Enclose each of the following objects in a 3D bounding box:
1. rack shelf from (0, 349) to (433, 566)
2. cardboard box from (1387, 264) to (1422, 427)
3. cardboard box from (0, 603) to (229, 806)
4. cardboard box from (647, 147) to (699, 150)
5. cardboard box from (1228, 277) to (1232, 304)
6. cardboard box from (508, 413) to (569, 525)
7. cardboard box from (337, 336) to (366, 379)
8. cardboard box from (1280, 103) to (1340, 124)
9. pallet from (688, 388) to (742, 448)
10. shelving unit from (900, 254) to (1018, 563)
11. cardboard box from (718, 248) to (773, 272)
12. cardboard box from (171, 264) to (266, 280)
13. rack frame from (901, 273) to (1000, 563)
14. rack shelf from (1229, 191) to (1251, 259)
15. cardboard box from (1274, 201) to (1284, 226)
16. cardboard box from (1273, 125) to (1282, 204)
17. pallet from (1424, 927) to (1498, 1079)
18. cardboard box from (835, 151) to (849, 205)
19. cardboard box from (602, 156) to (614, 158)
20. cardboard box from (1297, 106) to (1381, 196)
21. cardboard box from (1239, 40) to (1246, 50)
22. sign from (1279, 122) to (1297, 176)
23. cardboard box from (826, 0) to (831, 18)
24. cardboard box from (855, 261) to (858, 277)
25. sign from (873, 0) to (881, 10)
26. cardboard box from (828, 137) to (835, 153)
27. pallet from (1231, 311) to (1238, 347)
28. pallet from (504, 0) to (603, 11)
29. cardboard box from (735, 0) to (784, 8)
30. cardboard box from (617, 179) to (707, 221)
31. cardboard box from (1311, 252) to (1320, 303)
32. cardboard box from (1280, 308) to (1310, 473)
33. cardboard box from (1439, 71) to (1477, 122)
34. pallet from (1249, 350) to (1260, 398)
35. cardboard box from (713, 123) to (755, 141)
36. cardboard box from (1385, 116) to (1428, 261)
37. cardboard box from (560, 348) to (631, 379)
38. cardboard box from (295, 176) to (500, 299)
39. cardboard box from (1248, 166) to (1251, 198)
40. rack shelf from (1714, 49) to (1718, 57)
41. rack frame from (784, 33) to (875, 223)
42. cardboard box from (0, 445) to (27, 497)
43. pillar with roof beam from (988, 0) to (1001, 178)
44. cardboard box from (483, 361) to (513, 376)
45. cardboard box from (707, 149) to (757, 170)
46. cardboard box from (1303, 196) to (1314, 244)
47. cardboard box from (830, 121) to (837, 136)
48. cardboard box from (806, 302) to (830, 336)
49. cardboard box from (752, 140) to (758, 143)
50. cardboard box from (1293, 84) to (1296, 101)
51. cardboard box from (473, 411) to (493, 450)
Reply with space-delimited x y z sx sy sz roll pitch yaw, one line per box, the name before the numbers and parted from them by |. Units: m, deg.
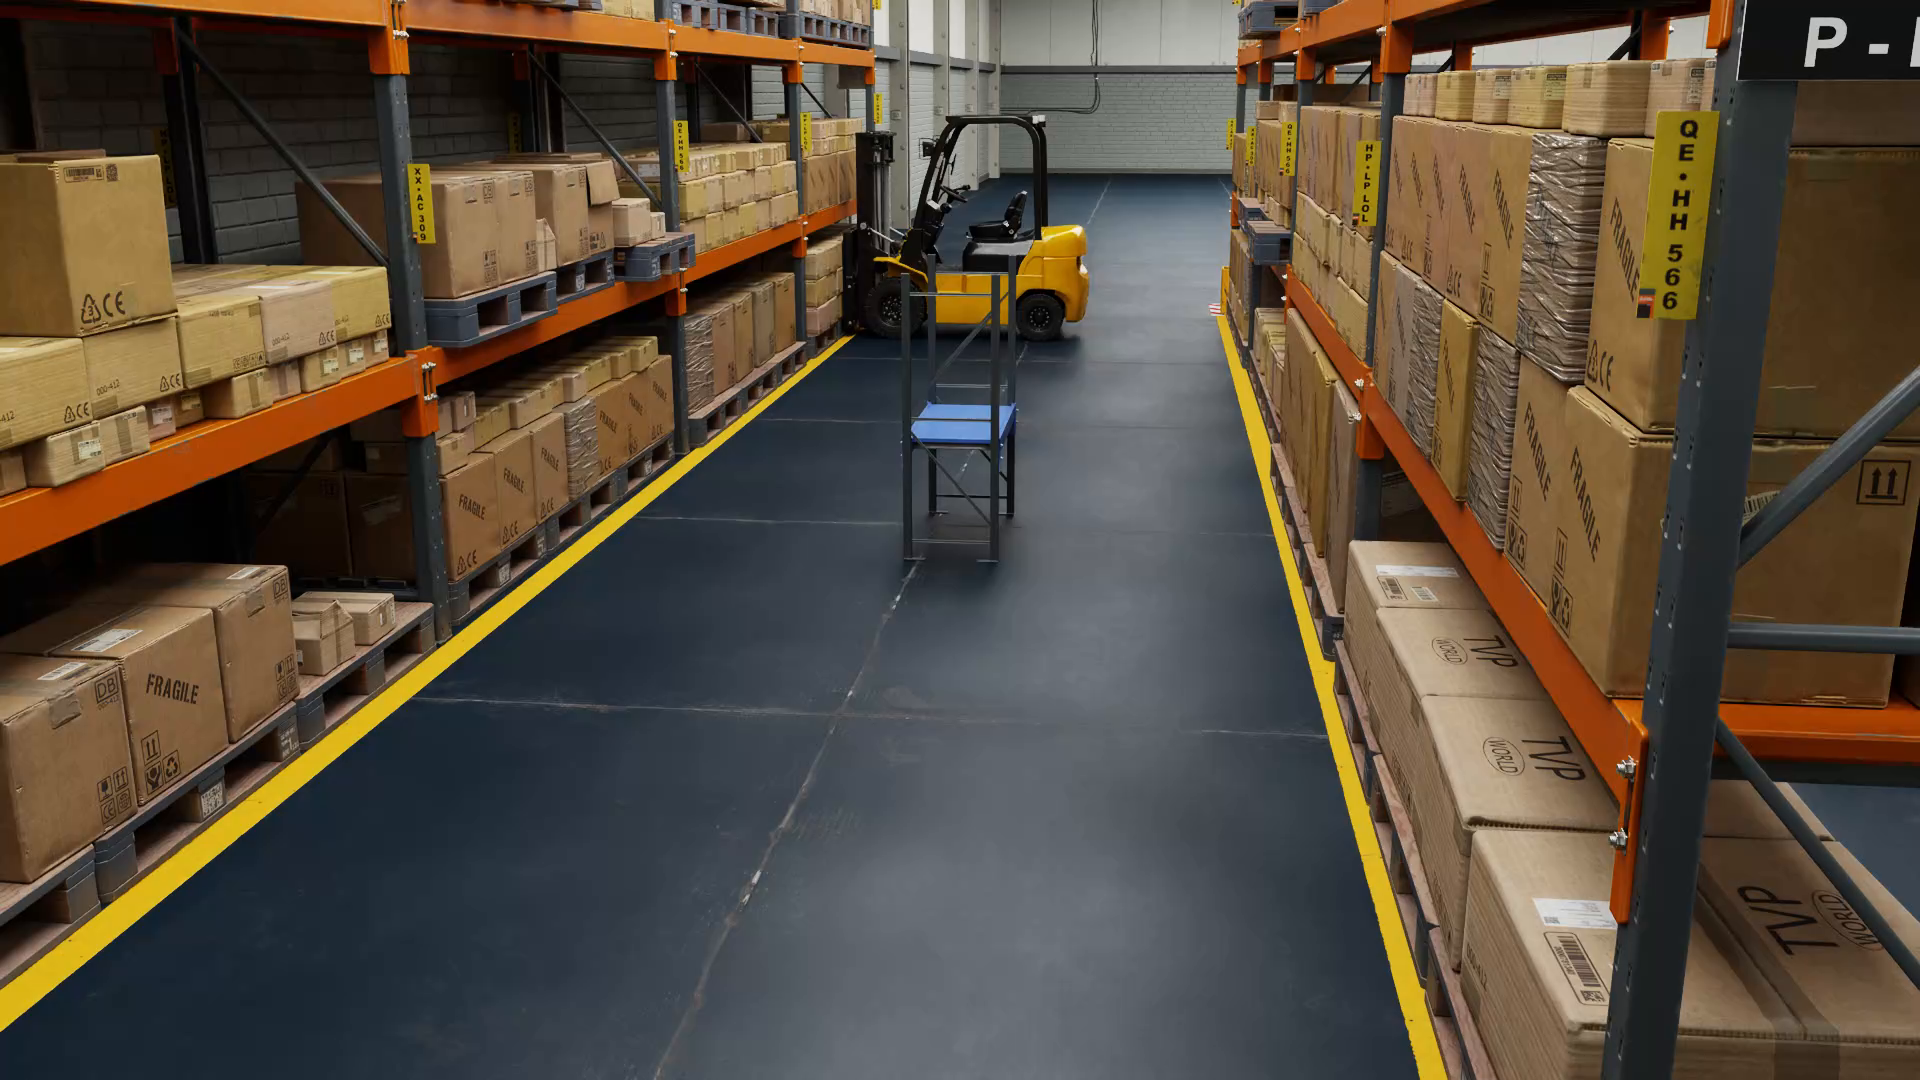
rack shelf | -3.025 -0.138 5.304 1.077 0.370 4.000 2 15 6
cardboard box | 1.759 -0.663 5.675 0.500 0.500 0.500 2 15 7
cardboard box | -2.793 0.527 5.452 0.500 0.500 0.500 2 15 7
cardboard box | -2.322 -3.092 13.416 0.380 0.149 0.250 2 15 6
cardboard box | 3.121 -2.645 17.662 0.500 0.250 0.500 2 15 6
cardboard box | -2.410 -0.387 8.830 0.500 0.500 0.500 1 15 5
cardboard box | -2.592 -0.724 6.576 0.380 0.149 0.250 2 15 8
cardboard box | 2.489 -3.037 11.837 0.380 0.149 0.250 1 15 4
pallet | -2.216 -0.908 12.115 1.003 0.211 1.213 2 15 6
shelving unit | 0.010 -0.746 9.048 0.538 1.500 1.048 2 15 6
cardboard box | -2.033 -2.570 15.469 0.500 0.250 0.500 2 15 7
cardboard box | -3.123 -0.955 6.664 0.500 0.250 0.500 2 15 6
rack frame | -0.048 -0.614 8.561 0.500 1.500 0.032 2 15 6
rack shelf | 3.262 -3.105 16.277 1.077 0.370 4.000 2 15 6
cardboard box | 2.330 -2.208 11.258 0.380 0.149 0.250 2 15 6
cardboard box | 2.407 -2.551 11.285 0.500 0.500 0.500 1 15 5
pallet | 1.694 1.315 3.894 1.003 0.211 1.213 2 15 6
cardboard box | -1.411 -3.631 16.654 0.500 0.500 0.500 2 15 7
cardboard box | -2.594 -2.564 11.465 0.380 0.149 0.250 2 15 8
cardboard box | 2.286 -2.306 9.838 0.500 0.500 0.500 1 15 4
cardboard box | 3.127 -5.221 17.460 0.380 0.149 0.250 2 15 6
sign | 2.044 -2.431 10.338 0.100 0.325 0.005 2 15 6
cardboard box | -1.427 -5.089 15.751 0.396 0.266 0.258 1 15 5
cardboard box | -1.294 -2.833 17.399 0.500 0.250 0.500 1 15 5
sign | -0.908 -5.934 18.070 0.100 0.325 0.005 2 15 6
cardboard box | -1.426 -3.846 16.206 0.380 0.149 0.250 1 15 4
pallet | 3.212 -2.080 16.450 1.003 0.211 1.213 2 15 6
pallet | -2.542 -2.797 8.375 1.213 0.211 1.003 2 15 6
cardboard box | -1.736 -4.540 13.634 0.500 0.311 0.500 1 15 4
cardboard box | -2.030 -2.318 11.316 0.500 0.250 0.500 2 15 6
cardboard box | 2.174 -1.435 9.009 0.500 0.250 0.500 2 15 8
cardboard box | 2.424 -0.897 9.997 0.875 0.875 0.875 2 15 6
cardboard box | 1.692 -1.363 5.108 0.380 0.149 0.250 1 15 5
pallet | 2.949 -1.386 13.882 1.003 0.211 1.213 2 15 6
cardboard box | -2.091 -3.739 15.241 0.380 0.149 0.250 1 15 5
cardboard box | 1.839 -1.273 6.018 0.500 0.500 0.500 2 15 7
cardboard box | -2.226 -1.076 10.138 0.380 0.149 0.250 1 15 4
cardboard box | -2.522 -1.374 7.501 0.700 0.500 0.500 2 15 8
cardboard box | 2.890 -3.382 15.161 0.500 0.500 0.500 2 15 8
rack shelf | 8.191 -4.434 15.443 1.077 0.370 4.000 2 15 6
rack frame | -1.445 -4.116 18.639 1.000 3.000 0.127 2 15 6
cardboard box | -2.849 -0.192 4.606 0.380 0.149 0.250 2 15 7
pillar with roof beam | 5.243 -14.512 45.592 9.100 9.000 0.400 2 15 6
cardboard box | -2.826 -0.953 9.680 0.380 0.149 0.250 1 15 5
cardboard box | -1.782 -2.942 12.861 0.380 0.149 0.250 1 15 5
cardboard box | 2.223 -1.807 9.428 0.500 0.250 0.500 2 15 8
cardboard box | -1.443 -4.124 16.664 0.380 0.149 0.250 2 15 7
cardboard box | -1.513 -2.070 15.534 0.500 0.250 0.500 2 15 7
cardboard box | -2.084 -3.666 15.537 0.380 0.149 0.250 2 15 8
cardboard box | 3.464 -3.977 15.447 0.700 0.500 0.500 1 15 5
cardboard box | -2.522 -0.539 8.152 0.380 0.149 0.250 1 15 3
